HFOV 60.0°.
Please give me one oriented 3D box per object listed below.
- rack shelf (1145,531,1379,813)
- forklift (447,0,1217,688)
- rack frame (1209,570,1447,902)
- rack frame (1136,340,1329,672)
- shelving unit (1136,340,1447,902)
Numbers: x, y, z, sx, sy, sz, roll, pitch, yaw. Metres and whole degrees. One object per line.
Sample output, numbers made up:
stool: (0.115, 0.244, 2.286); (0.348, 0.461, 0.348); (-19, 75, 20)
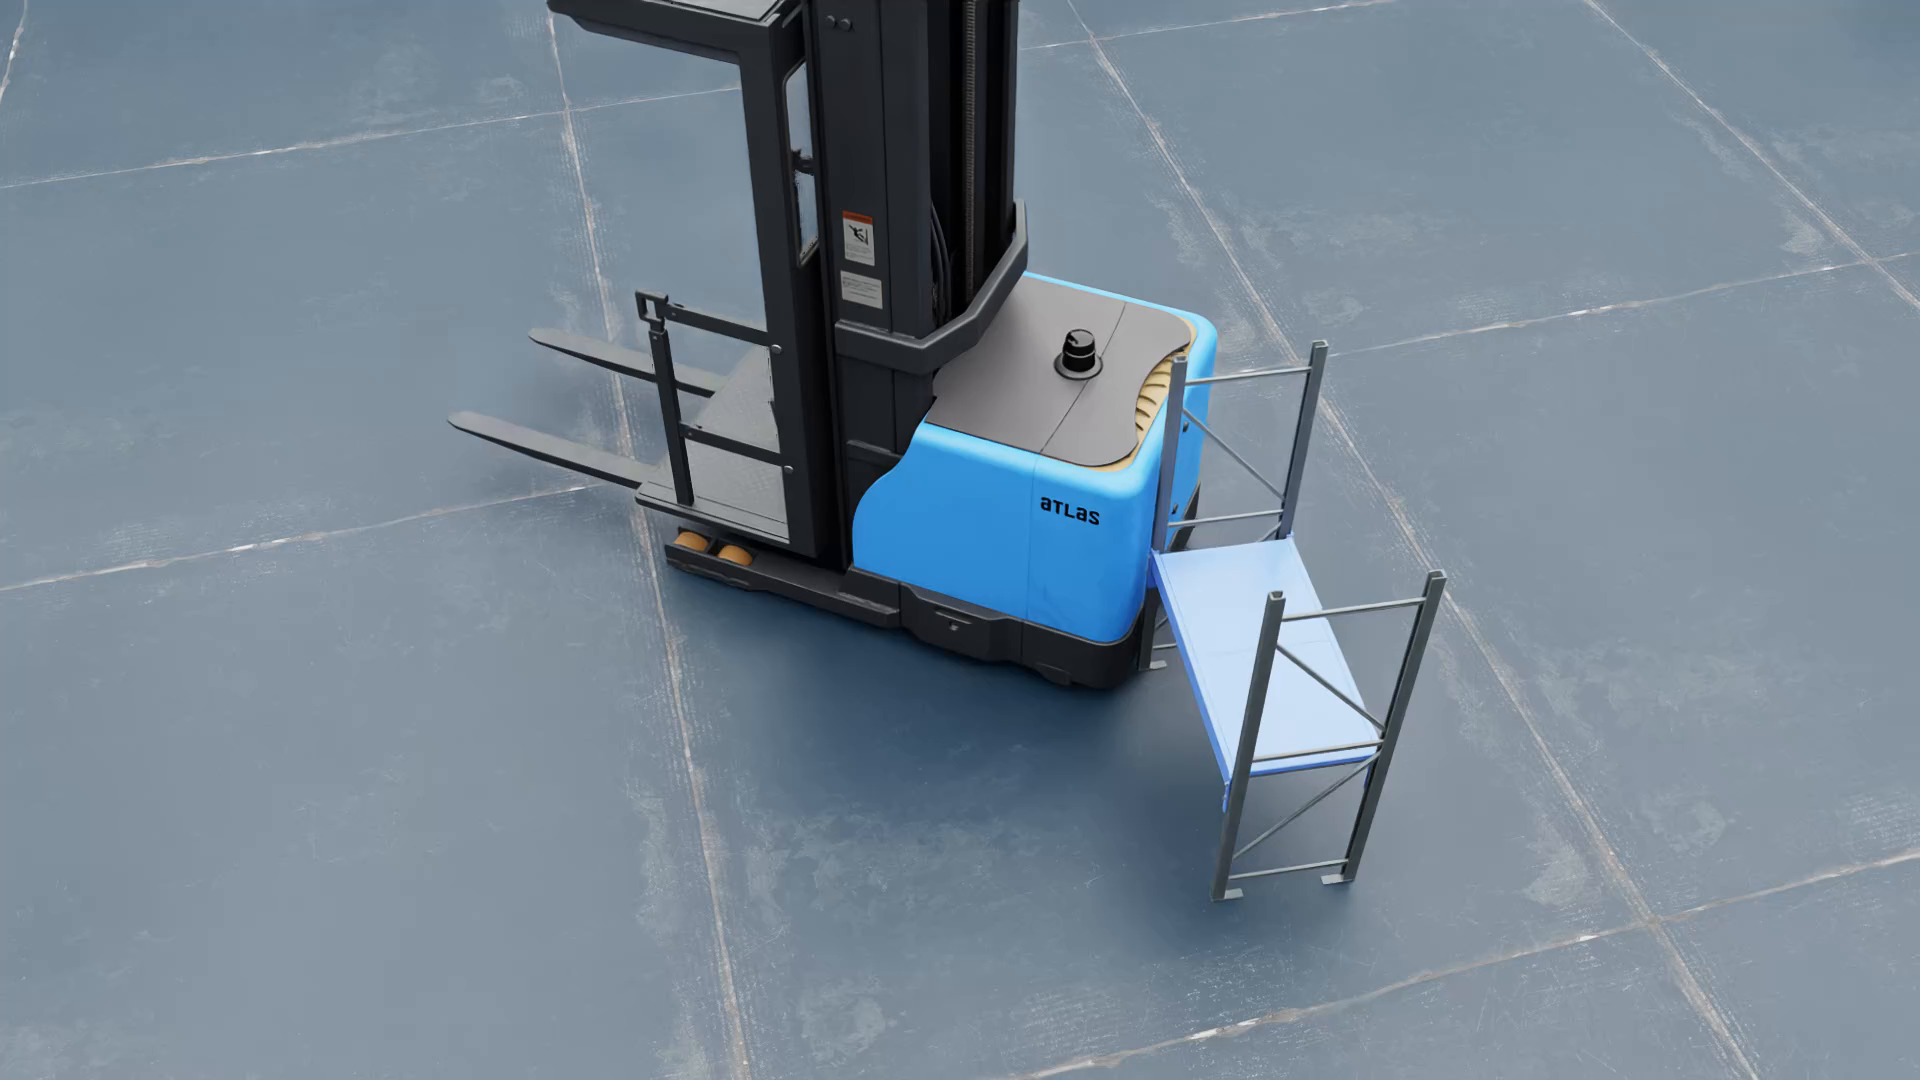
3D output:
rack shelf: (1.000, 0.414, 5.546); (0.538, 0.185, 1.000); (-7, 46, -7)
forklift: (-0.617, -1.171, 5.846); (3.031, 2.935, 1.130); (17, 48, 16)
rack frame: (1.085, 0.646, 5.067); (0.500, 1.500, 0.032); (-7, 46, -7)
rack frame: (0.916, -0.070, 5.768); (0.500, 1.500, 0.032); (-7, 46, -7)
shelving unit: (1.000, 0.288, 5.418); (0.538, 1.500, 1.048); (-7, 46, -7)
